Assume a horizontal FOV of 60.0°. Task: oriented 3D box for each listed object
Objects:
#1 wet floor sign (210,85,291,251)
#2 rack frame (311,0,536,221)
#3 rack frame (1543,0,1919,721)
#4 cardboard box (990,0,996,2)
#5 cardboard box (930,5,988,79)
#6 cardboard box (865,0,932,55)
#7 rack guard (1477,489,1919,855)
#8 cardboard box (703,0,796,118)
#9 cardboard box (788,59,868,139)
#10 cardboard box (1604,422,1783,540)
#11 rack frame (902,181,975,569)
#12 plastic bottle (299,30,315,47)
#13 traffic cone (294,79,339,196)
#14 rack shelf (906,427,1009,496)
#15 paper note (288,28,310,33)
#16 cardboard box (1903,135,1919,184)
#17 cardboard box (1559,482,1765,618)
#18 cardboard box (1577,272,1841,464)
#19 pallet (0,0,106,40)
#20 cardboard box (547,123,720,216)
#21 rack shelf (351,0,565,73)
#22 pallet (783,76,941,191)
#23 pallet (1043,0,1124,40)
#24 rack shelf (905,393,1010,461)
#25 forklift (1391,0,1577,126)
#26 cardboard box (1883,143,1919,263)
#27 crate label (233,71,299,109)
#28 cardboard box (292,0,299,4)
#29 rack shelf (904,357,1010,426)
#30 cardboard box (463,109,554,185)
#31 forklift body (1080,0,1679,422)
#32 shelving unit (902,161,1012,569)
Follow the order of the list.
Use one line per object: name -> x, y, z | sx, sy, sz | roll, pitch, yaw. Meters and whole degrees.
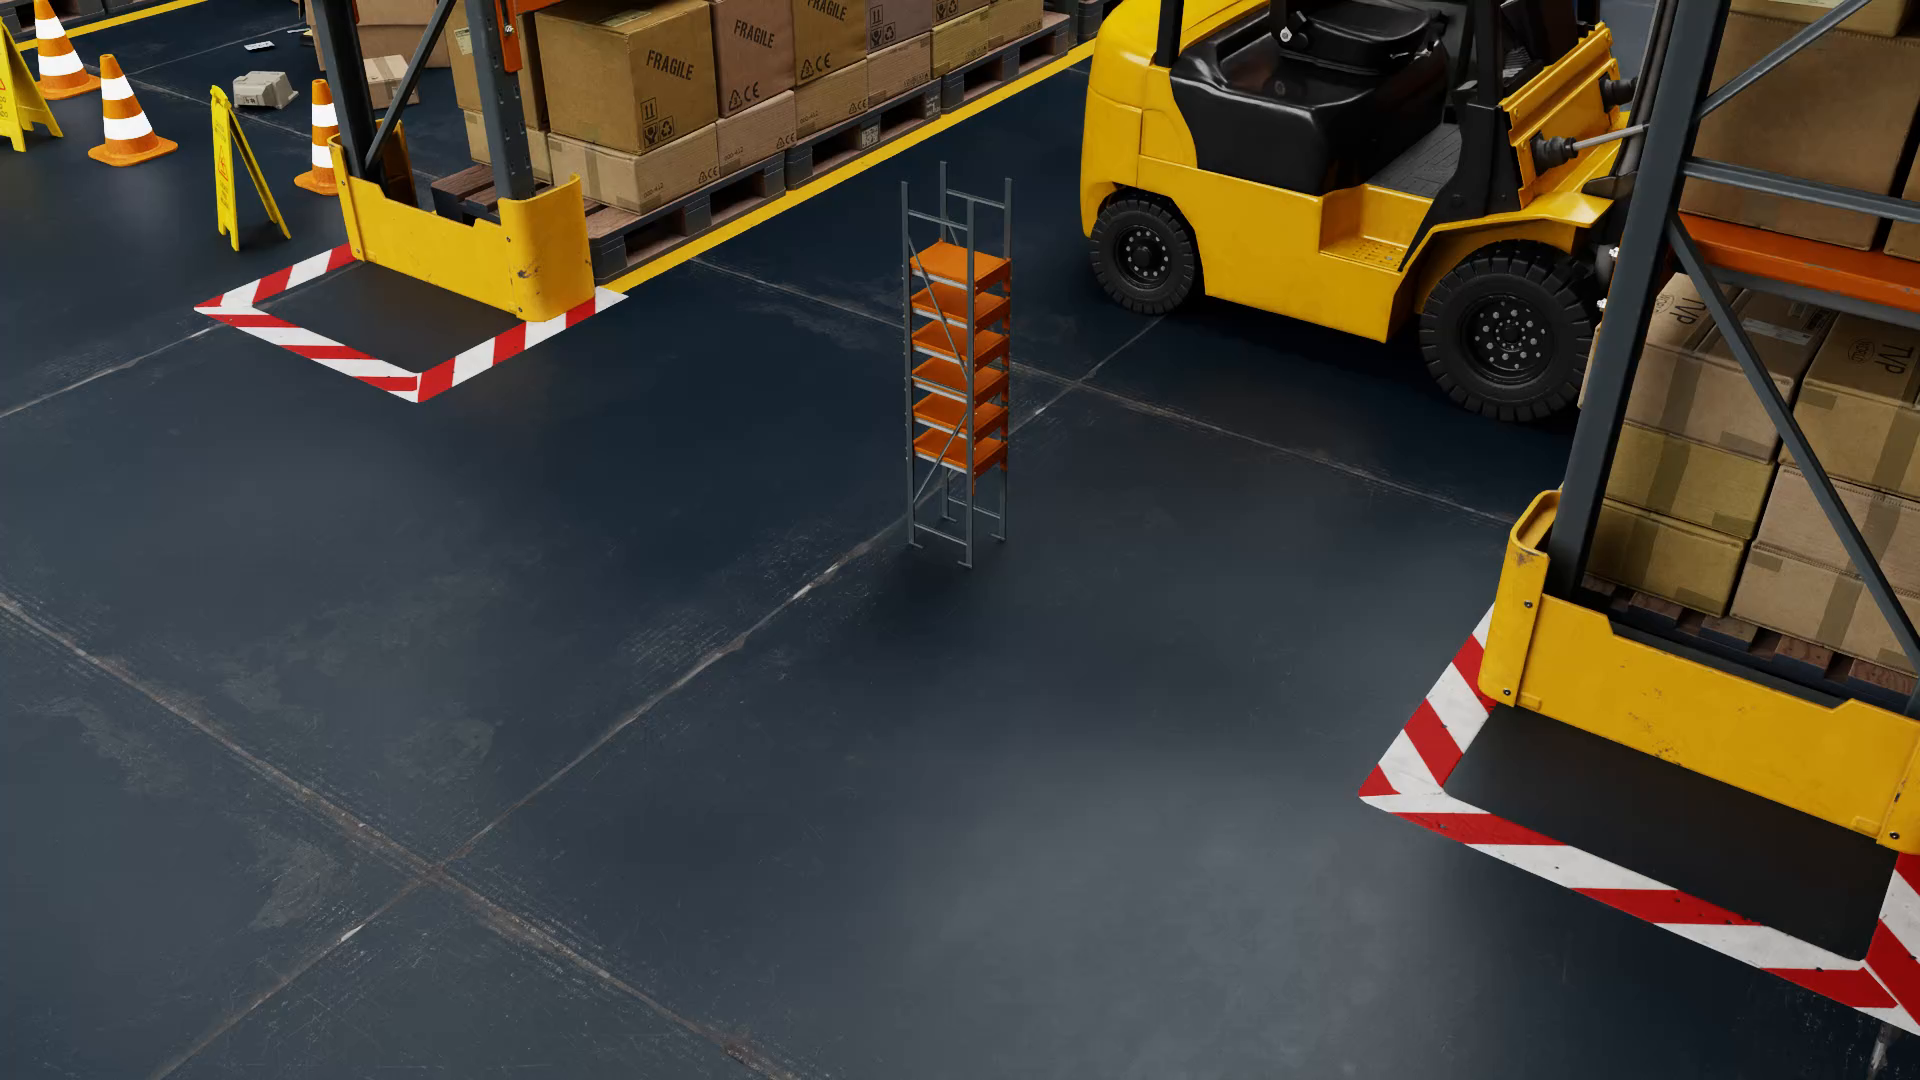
wet floor sign -> -3.054, -1.590, 7.025 | 0.232, 0.644, 0.267 | -22, 40, -29
rack frame -> -2.067, -2.311, 5.989 | 1.000, 3.000, 0.127 | 21, 39, 28
rack frame -> 2.013, -0.727, 3.647 | 1.000, 3.000, 0.127 | 21, 39, 28
cardboard box -> 0.097, -3.139, 8.624 | 0.500, 0.500, 0.500 | 21, 39, 28
cardboard box -> -0.198, -2.580, 8.468 | 0.500, 0.250, 0.500 | 20, 39, 27
cardboard box -> -0.481, -2.669, 7.930 | 0.500, 0.500, 0.500 | 24, 41, 31
rack guard -> 1.999, 0.320, 4.331 | 1.175, 0.500, 0.348 | 21, 39, 28
cardboard box -> -1.072, -2.192, 7.224 | 0.500, 0.500, 0.500 | 20, 39, 27
cardboard box -> -0.782, -2.116, 7.781 | 0.500, 0.250, 0.500 | 24, 41, 31
cardboard box -> 2.034, -0.293, 4.639 | 0.500, 0.250, 0.500 | 21, 39, 28
rack frame -> -0.060, -0.448, 4.842 | 0.240, 1.200, 0.006 | 21, 39, 28
plastic bottle -> -3.616, -2.878, 9.451 | 0.133, 0.061, 0.283 | 8, 35, 12
traffic cone -> -2.881, -1.870, 7.602 | 0.336, 0.463, 0.334 | 21, 39, 28
rack shelf -> -0.008, -0.255, 5.063 | 0.258, 0.103, 0.180 | 21, 39, 28
paper note -> -3.810, -2.937, 9.584 | 0.123, 0.001, 0.032 | -15, 37, -21
cardboard box -> 2.381, -1.315, 4.427 | 0.500, 0.500, 0.500 | 23, 40, 30
cardboard box -> 2.021, -0.079, 4.769 | 0.500, 0.250, 0.500 | 22, 40, 28
cardboard box -> 2.019, -0.488, 4.480 | 0.500, 0.250, 0.500 | 23, 40, 30
pallet -> -5.799, -3.083, 9.621 | 1.003, 0.211, 1.213 | 21, 39, 28
cardboard box -> -1.380, -1.629, 7.060 | 0.500, 0.250, 0.500 | 21, 39, 28
rack shelf -> -0.926, -2.933, 7.552 | 1.077, 0.370, 4.000 | 21, 39, 28
pallet -> -0.835, -2.112, 8.185 | 1.003, 0.211, 1.213 | 21, 39, 28
pallet -> 0.657, -3.355, 10.023 | 1.003, 0.211, 1.213 | 21, 39, 28
rack shelf -> -0.008, -0.354, 4.996 | 0.258, 0.103, 0.180 | 21, 39, 28
forklift -> 2.044, -3.264, 7.461 | 1.130, 2.935, 3.031 | 21, 40, 28
cardboard box -> 2.524, -0.908, 3.825 | 0.500, 0.500, 0.500 | 23, 40, 30
crate label -> -3.590, -2.314, 8.550 | 0.250, 0.136, 0.298 | 3, 34, 4
cardboard box -> -3.952, -3.609, 10.139 | 0.500, 0.500, 0.500 | 29, 44, 36
rack shelf -> -0.008, -0.454, 4.929 | 0.258, 0.103, 0.180 | 21, 39, 28
cardboard box -> -1.813, -1.815, 7.335 | 0.500, 0.250, 0.500 | 21, 39, 28
forklift body -> 1.596, -1.831, 6.037 | 2.313, 2.155, 1.214 | 21, 39, 28
shelving unit -> -0.008, -0.490, 4.904 | 0.258, 1.200, 0.189 | 21, 39, 28
